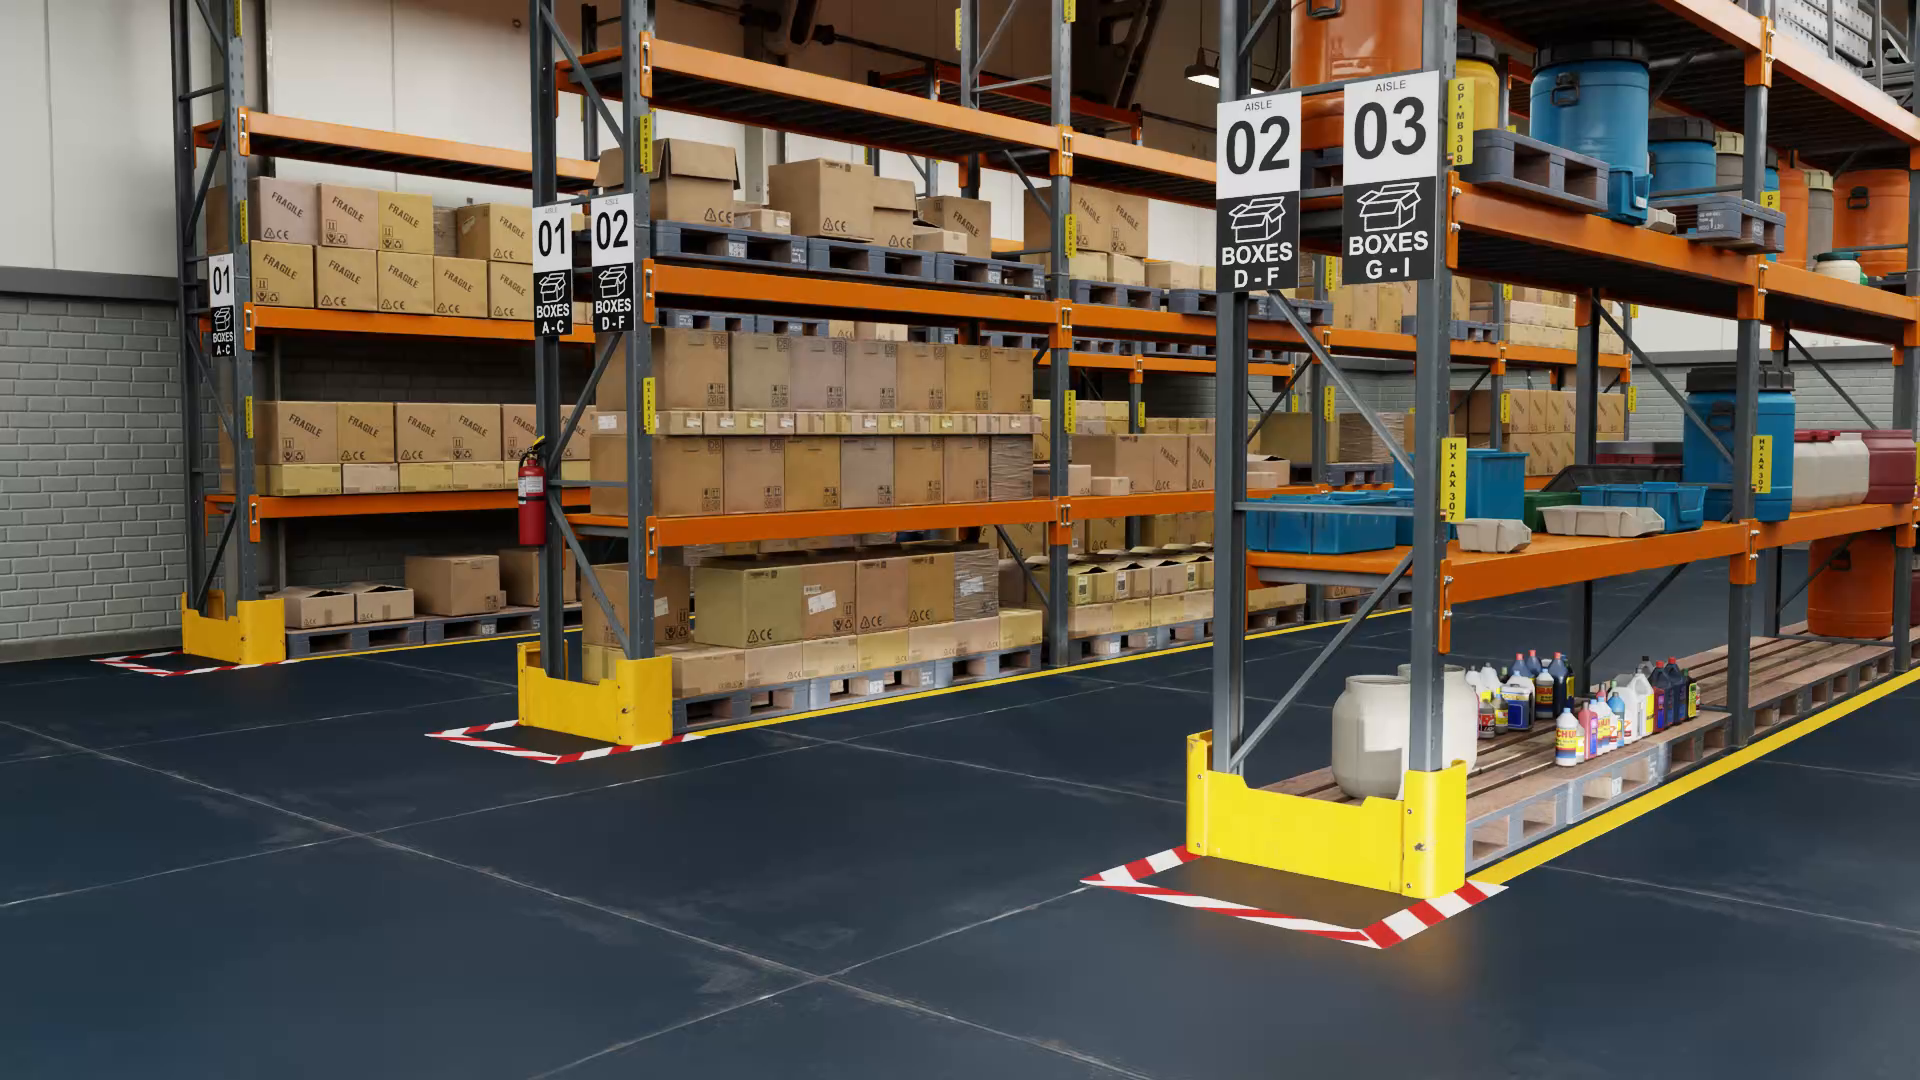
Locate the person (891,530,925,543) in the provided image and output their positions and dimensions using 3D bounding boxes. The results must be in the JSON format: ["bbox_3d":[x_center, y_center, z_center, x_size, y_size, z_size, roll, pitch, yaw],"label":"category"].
[{"bbox_3d":[-0.524,-0.045,16.735,0.326,1.609,0.406,3,5,42],"label":"person"}]
